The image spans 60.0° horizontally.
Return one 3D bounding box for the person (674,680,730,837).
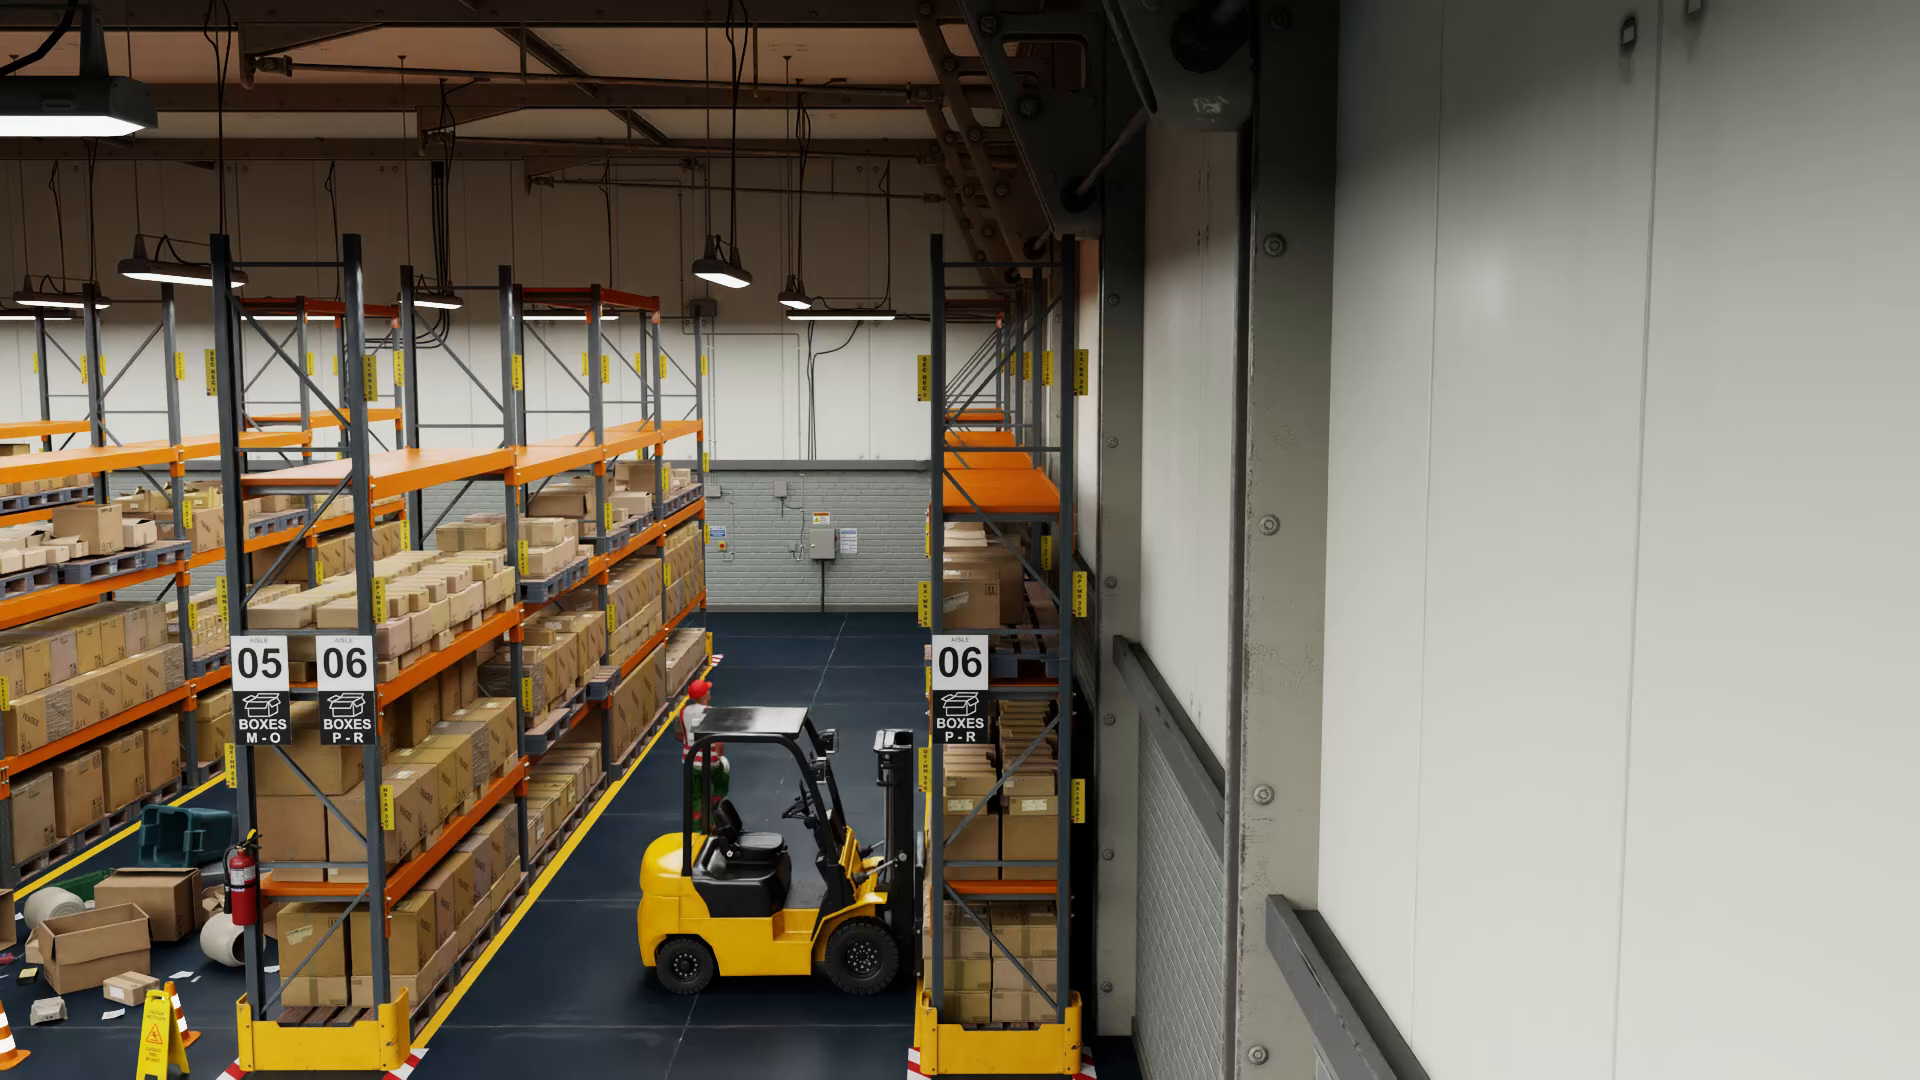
[{"bbox_3d":[-2.638,2.286,17.142,0.622,1.747,0.744,0,6,4],"label":"person"}]
